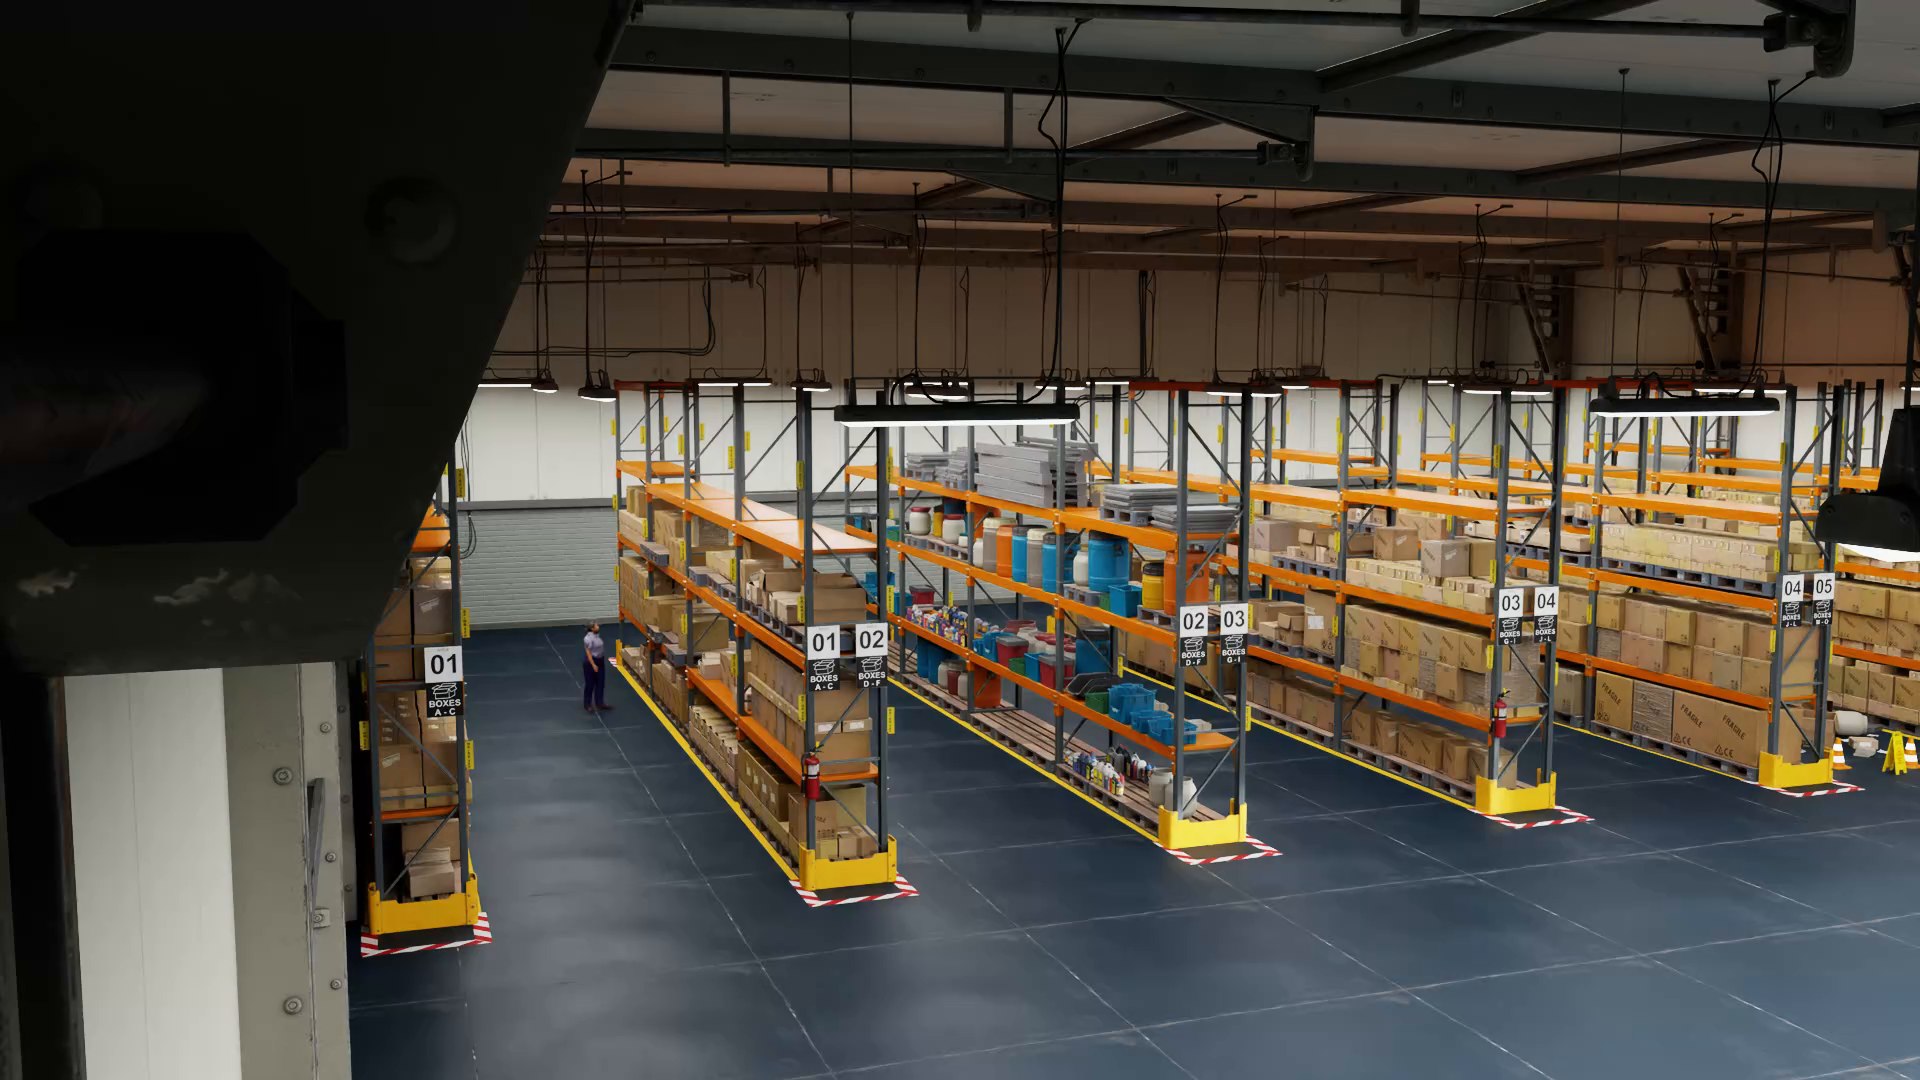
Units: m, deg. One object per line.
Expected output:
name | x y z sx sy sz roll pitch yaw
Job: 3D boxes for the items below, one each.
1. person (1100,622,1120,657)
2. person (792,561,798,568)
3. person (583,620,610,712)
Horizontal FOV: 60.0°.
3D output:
person | 2.973 1.717 32.776 0.485 1.799 0.618 -1 6 -8
person | -3.769 1.367 38.564 0.615 1.743 1.002 -2 6 -20
person | -6.676 2.306 30.468 0.445 1.648 0.506 3 7 28
